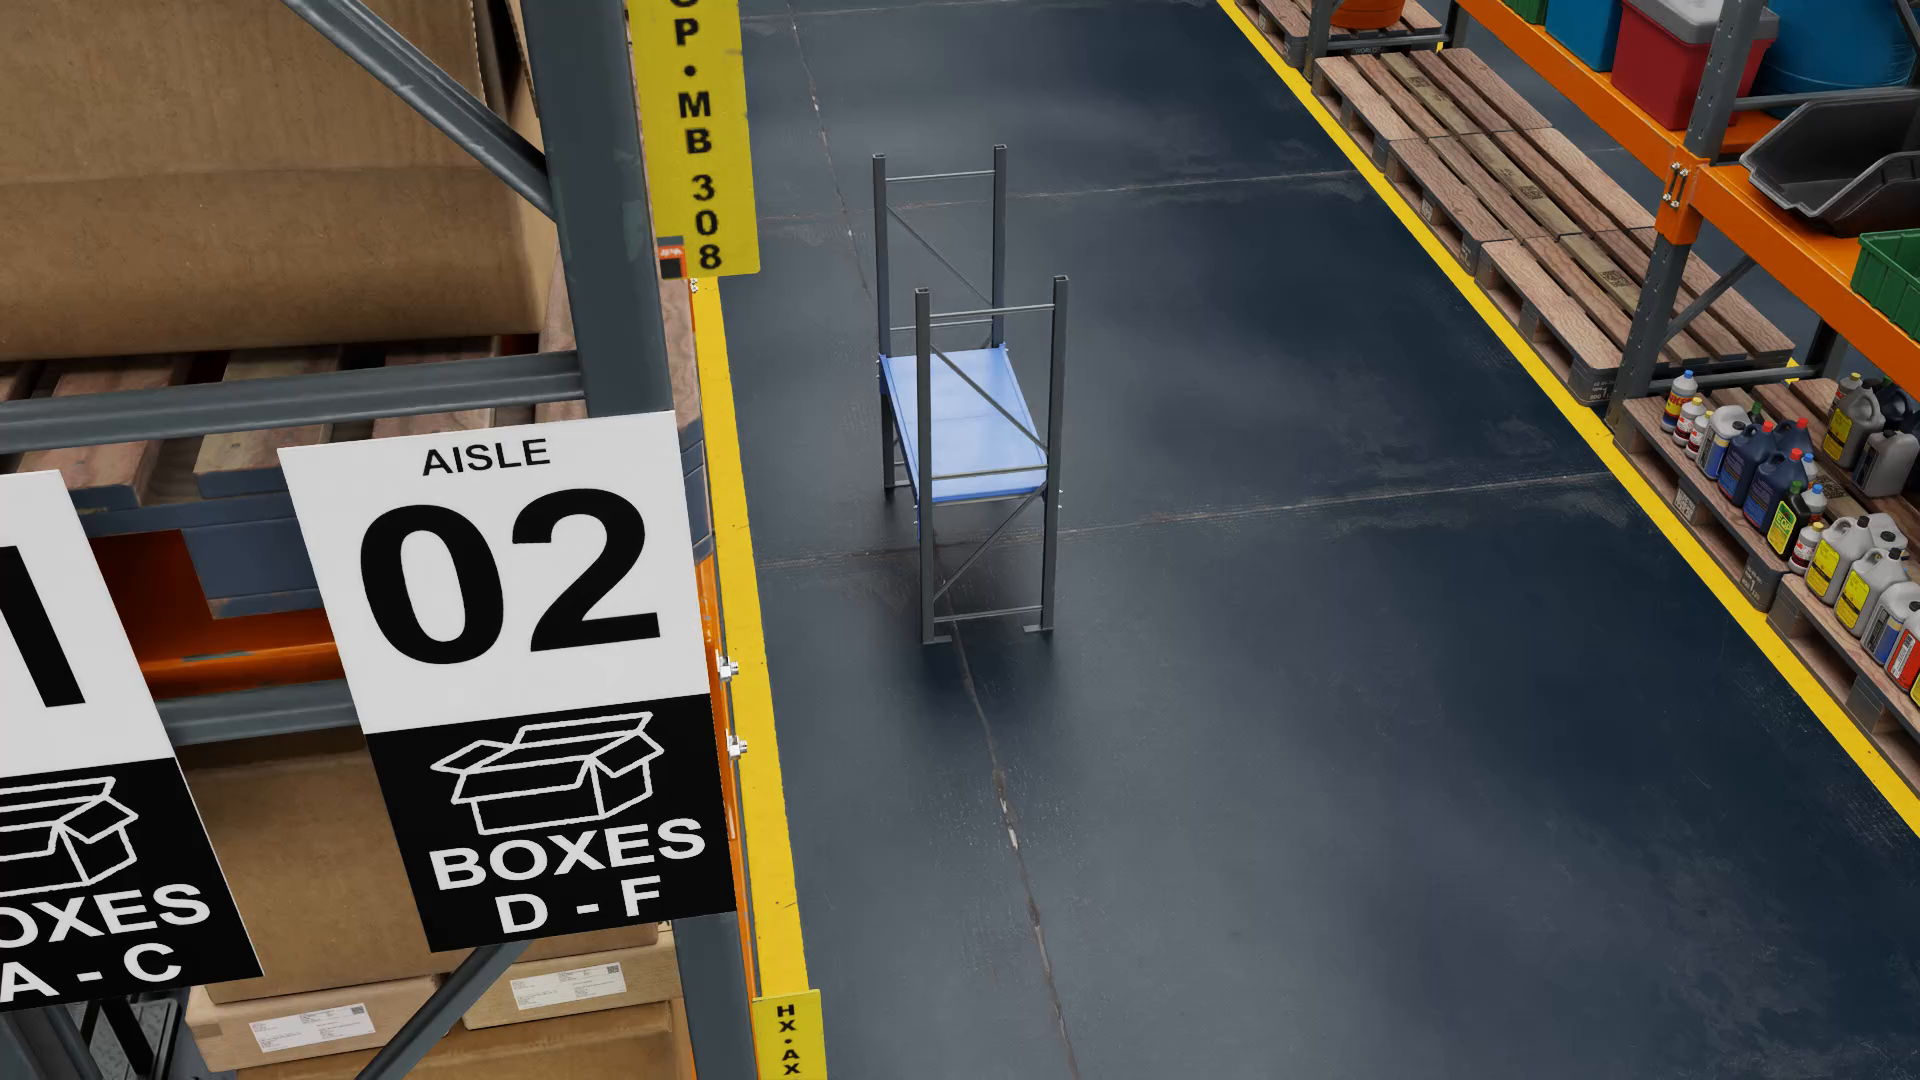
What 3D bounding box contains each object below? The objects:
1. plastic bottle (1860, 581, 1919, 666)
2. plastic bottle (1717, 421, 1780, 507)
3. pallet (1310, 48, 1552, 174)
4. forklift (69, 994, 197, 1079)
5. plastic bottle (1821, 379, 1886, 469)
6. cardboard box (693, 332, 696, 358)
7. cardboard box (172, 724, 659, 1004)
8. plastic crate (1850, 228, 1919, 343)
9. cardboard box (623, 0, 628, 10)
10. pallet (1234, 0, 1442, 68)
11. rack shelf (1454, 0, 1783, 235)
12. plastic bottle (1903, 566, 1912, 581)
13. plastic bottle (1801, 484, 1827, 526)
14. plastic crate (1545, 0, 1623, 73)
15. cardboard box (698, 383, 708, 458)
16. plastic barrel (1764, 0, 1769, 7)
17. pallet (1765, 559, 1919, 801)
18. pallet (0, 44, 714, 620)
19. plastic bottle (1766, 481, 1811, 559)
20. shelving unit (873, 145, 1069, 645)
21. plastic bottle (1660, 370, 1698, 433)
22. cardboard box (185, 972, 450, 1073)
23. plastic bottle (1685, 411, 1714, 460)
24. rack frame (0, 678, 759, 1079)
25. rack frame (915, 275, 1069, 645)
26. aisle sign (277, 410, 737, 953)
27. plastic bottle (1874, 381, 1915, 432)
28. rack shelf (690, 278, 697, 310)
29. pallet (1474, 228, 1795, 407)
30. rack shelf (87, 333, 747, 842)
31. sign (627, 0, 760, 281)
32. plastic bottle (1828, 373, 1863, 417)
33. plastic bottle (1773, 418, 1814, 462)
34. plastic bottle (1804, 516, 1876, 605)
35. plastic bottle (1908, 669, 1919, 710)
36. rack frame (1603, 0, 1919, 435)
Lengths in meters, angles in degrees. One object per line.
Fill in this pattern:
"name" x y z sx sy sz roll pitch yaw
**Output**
"plastic bottle" 3.281 0.290 5.794 0.152 0.276 0.135 -7 38 -9
"plastic bottle" 3.108 -0.323 6.521 0.144 0.351 0.185 -5 38 -7
"pallet" 2.771 -2.570 9.886 1.003 0.211 1.213 -6 38 -8
"forklift" -2.583 0.726 3.427 1.130 2.935 3.031 -7 38 -8
"plastic bottle" 3.630 -0.481 6.725 0.144 0.351 0.185 -6 38 -8
"cardboard box" -1.330 -0.775 6.744 0.500 0.311 0.500 -6 38 -8
"cardboard box" -0.880 0.352 2.713 0.700 0.500 0.500 -6 38 -8
"plastic crate" 3.335 -0.793 5.499 0.450 0.188 0.662 -6 38 -8
"cardboard box" -0.823 -1.258 2.942 0.500 0.500 0.500 -6 38 -8
"pallet" 2.494 -3.514 11.101 1.003 0.211 1.213 -6 38 -8
"rack shelf" 3.024 -2.651 8.304 1.077 0.370 4.000 -6 38 -8
"plastic bottle" 3.359 0.180 5.996 0.097 0.201 0.097 0 38 0
"plastic bottle" 3.204 -0.093 6.289 0.097 0.271 0.097 0 38 0
"plastic crate" 2.875 -2.354 7.348 0.392 0.384 0.575 -6 38 -8
"cardboard box" -1.329 -0.547 6.908 0.500 0.250 0.500 -7 38 -9
"plastic barrel" 3.423 -2.382 7.261 0.433 0.535 0.433 0 38 0
"pallet" 3.669 0.523 5.905 1.003 0.211 1.213 -6 38 -8
"pallet" -0.900 -0.360 2.396 1.003 0.211 1.213 -6 38 -8
"plastic bottle" 3.129 -0.078 6.261 0.061 0.283 0.133 -5 38 -6
"shelving unit" 0.015 -0.541 6.224 0.538 1.500 1.048 -6 38 -8
"plastic bottle" 2.999 -0.584 6.922 0.097 0.271 0.097 0 38 0
"cardboard box" -1.056 0.713 2.777 0.380 0.149 0.250 -7 38 -9
"plastic bottle" 3.035 -0.433 6.785 0.097 0.201 0.097 0 38 0
"rack frame" -0.801 1.219 2.736 1.000 3.000 0.127 -6 38 -8
"rack frame" 0.104 -0.234 5.828 0.500 1.500 0.032 -6 38 -8
"aisle sign" -0.488 0.199 1.929 0.394 0.787 0.004 -6 38 -8
"plastic bottle" 3.772 -0.497 6.745 0.144 0.351 0.185 -7 38 -9
"rack shelf" -1.853 -2.121 7.621 1.077 0.370 4.000 -6 38 -8
"pallet" 3.199 -1.096 7.989 1.003 0.211 1.213 -6 38 -8
"rack shelf" -1.152 -0.889 3.591 1.077 0.370 4.000 -6 38 -8
"sign" -0.254 -0.398 1.595 0.100 0.325 0.005 -6 38 -8
"plastic bottle" 3.745 -0.610 7.013 0.097 0.201 0.097 0 38 0
"plastic bottle" 3.250 -0.338 6.541 0.144 0.351 0.185 -6 38 -8
"plastic bottle" 3.216 0.048 6.044 0.144 0.351 0.185 -7 38 -8
"plastic bottle" 3.284 0.457 5.572 0.061 0.283 0.133 -5 38 -7
"rack frame" 3.375 -1.727 6.528 1.000 3.000 0.127 -6 38 -8
